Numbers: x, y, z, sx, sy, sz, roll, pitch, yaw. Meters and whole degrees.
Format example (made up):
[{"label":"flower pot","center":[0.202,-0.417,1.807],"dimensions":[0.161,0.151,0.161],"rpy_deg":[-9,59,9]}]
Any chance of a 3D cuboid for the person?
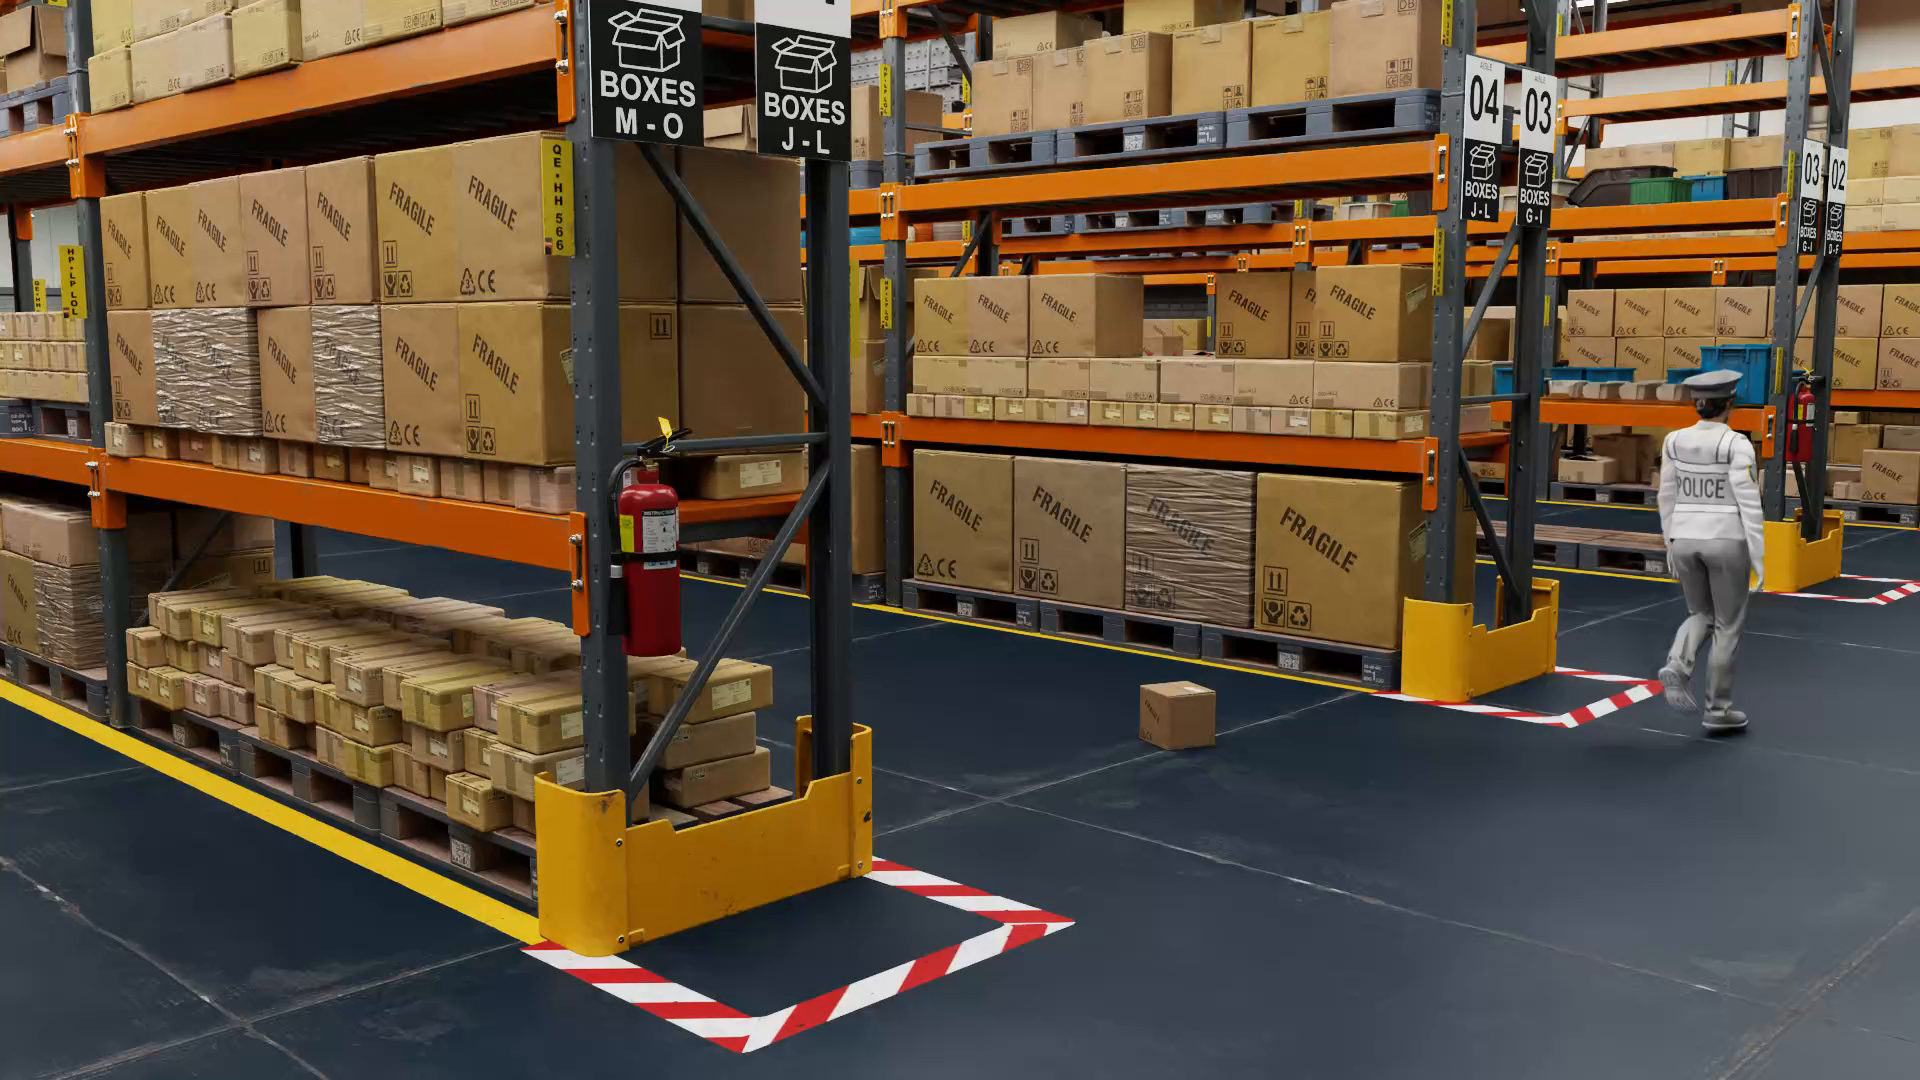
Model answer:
[{"label":"person","center":[3.445,0.048,7.673],"dimensions":[0.485,1.660,0.521],"rpy_deg":[-5,9,-35]}]
